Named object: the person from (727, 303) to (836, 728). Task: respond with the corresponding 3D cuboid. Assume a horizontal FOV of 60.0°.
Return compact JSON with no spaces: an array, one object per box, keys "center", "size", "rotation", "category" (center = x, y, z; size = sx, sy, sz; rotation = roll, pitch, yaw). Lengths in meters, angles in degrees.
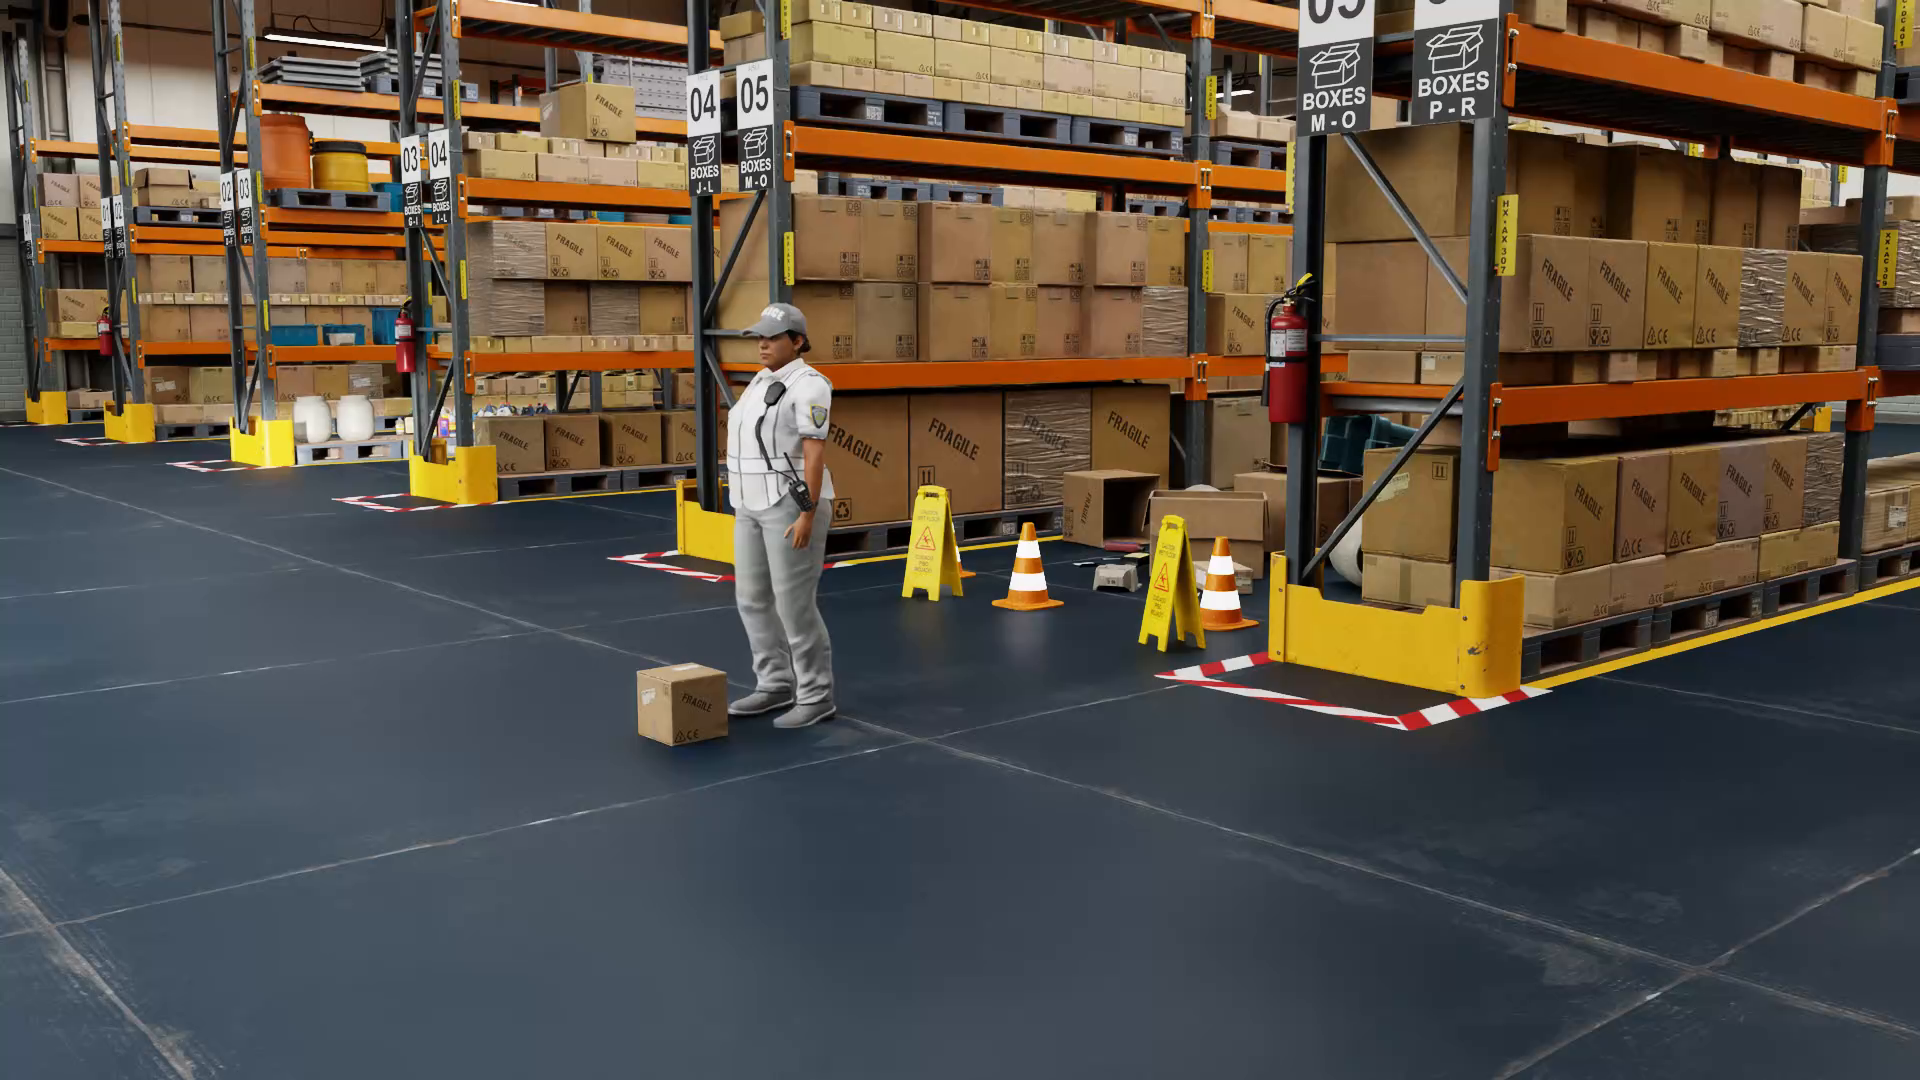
[{"center":[-0.713,-0.098,6.603],"size":[0.390,1.672,0.467],"rotation":[-6,10,-39],"category":"person"}]
